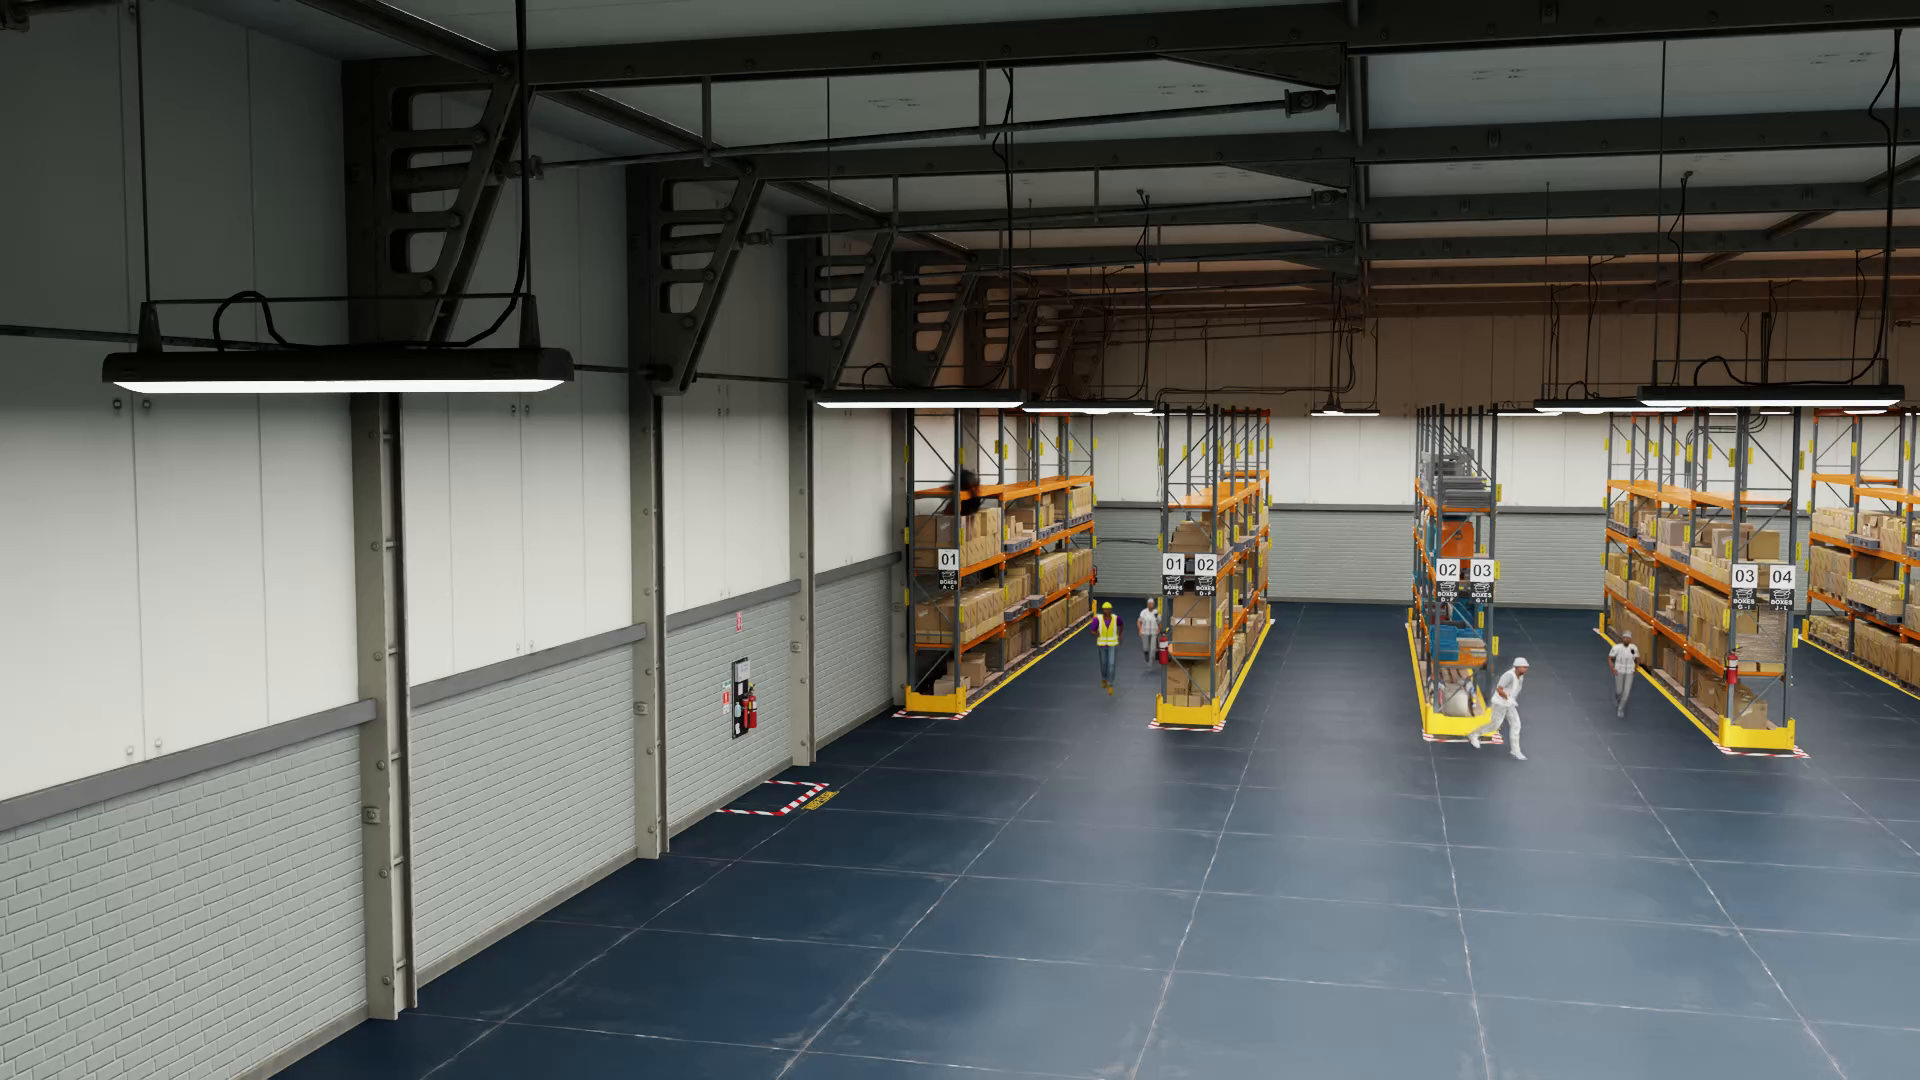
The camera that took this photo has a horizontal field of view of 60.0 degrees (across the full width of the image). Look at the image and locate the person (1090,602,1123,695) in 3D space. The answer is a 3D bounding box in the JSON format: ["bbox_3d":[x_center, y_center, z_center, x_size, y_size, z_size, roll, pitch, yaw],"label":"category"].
[{"bbox_3d":[2.928,2.131,33.254,0.640,1.812,0.842,1,4,10],"label":"person"}]

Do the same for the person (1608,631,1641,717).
[{"bbox_3d":[12.865,2.562,32.212,0.595,1.665,0.587,1,4,11],"label":"person"}]

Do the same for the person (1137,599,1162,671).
[{"bbox_3d":[4.368,2.155,38.085,0.614,1.631,0.575,1,4,8],"label":"person"}]

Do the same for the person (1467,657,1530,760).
[{"bbox_3d":[9.161,2.830,28.278,1.040,1.741,0.715,3,5,36],"label":"person"}]
